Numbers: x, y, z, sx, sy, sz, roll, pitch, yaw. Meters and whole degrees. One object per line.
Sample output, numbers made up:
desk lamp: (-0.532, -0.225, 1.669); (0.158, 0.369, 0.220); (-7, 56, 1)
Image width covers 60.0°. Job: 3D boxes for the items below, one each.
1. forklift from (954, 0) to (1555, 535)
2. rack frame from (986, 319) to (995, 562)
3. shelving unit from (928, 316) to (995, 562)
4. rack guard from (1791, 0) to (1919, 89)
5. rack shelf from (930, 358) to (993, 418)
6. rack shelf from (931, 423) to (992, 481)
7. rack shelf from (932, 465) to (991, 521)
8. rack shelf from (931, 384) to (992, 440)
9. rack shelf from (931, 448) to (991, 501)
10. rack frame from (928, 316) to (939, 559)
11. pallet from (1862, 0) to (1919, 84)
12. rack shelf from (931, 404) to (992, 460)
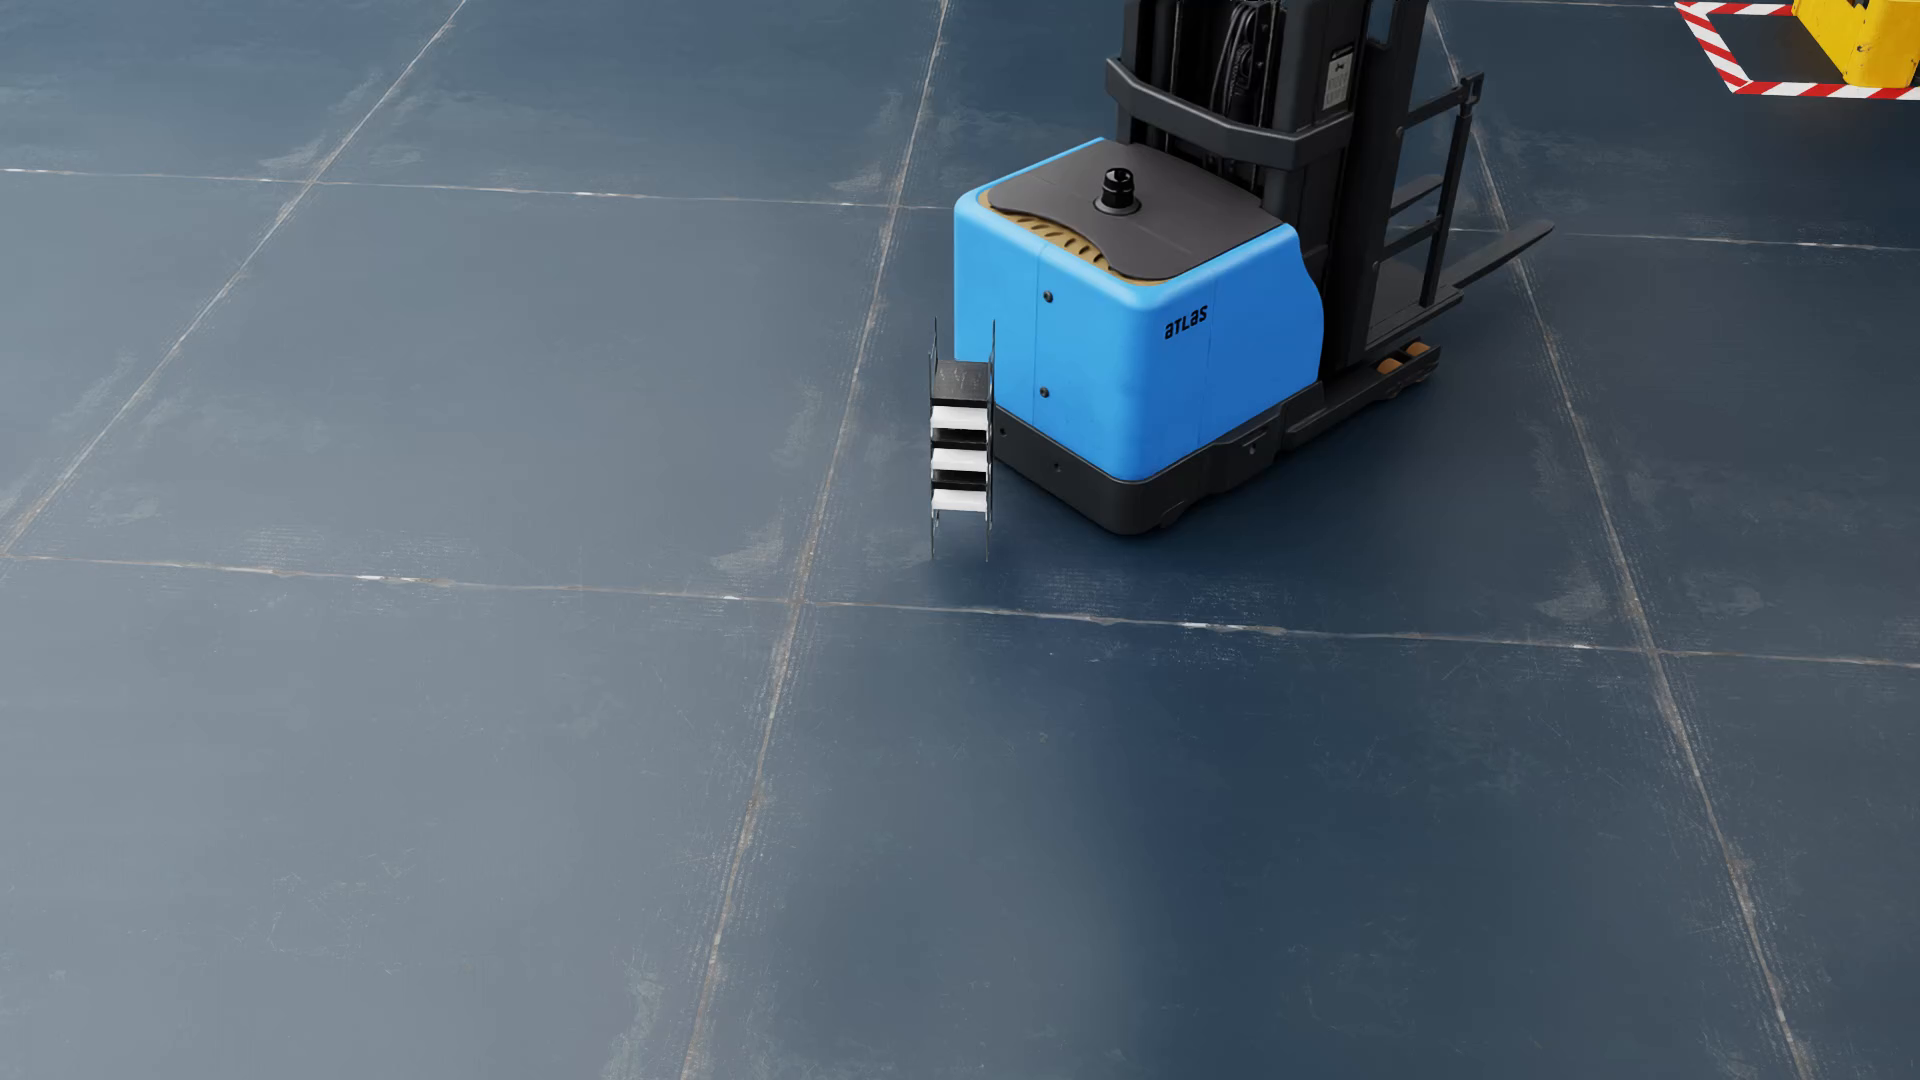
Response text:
forklift: (1.401, -1.952, 6.326); (3.031, 2.935, 1.130); (-29, 47, -31)
rack frame: (0.109, -0.343, 5.959); (0.006, 0.900, 0.240); (3, 39, 4)
shelving unit: (0.008, -0.349, 5.965); (0.210, 0.900, 0.258); (3, 39, 4)
rack guard: (5.252, -3.113, 9.679); (0.348, 0.500, 1.175); (3, 39, 4)
rack shelf: (0.008, -0.532, 5.816); (0.200, 0.077, 0.258); (3, 39, 4)
rack shelf: (0.008, -0.323, 5.986); (0.200, 0.077, 0.258); (3, 39, 4)
rack shelf: (0.008, -0.183, 6.100); (0.200, 0.077, 0.258); (3, 39, 4)
rack shelf: (0.008, -0.462, 5.873); (0.200, 0.077, 0.258); (3, 39, 4)
rack shelf: (0.008, -0.253, 6.043); (0.200, 0.077, 0.258); (3, 39, 4)
rack frame: (-0.093, -0.354, 5.972); (0.006, 0.900, 0.240); (3, 39, 4)
pallet: (6.060, -2.953, 9.711); (1.213, 0.211, 1.003); (3, 39, 4)
rack shelf: (0.008, -0.392, 5.930); (0.200, 0.077, 0.258); (3, 39, 4)
